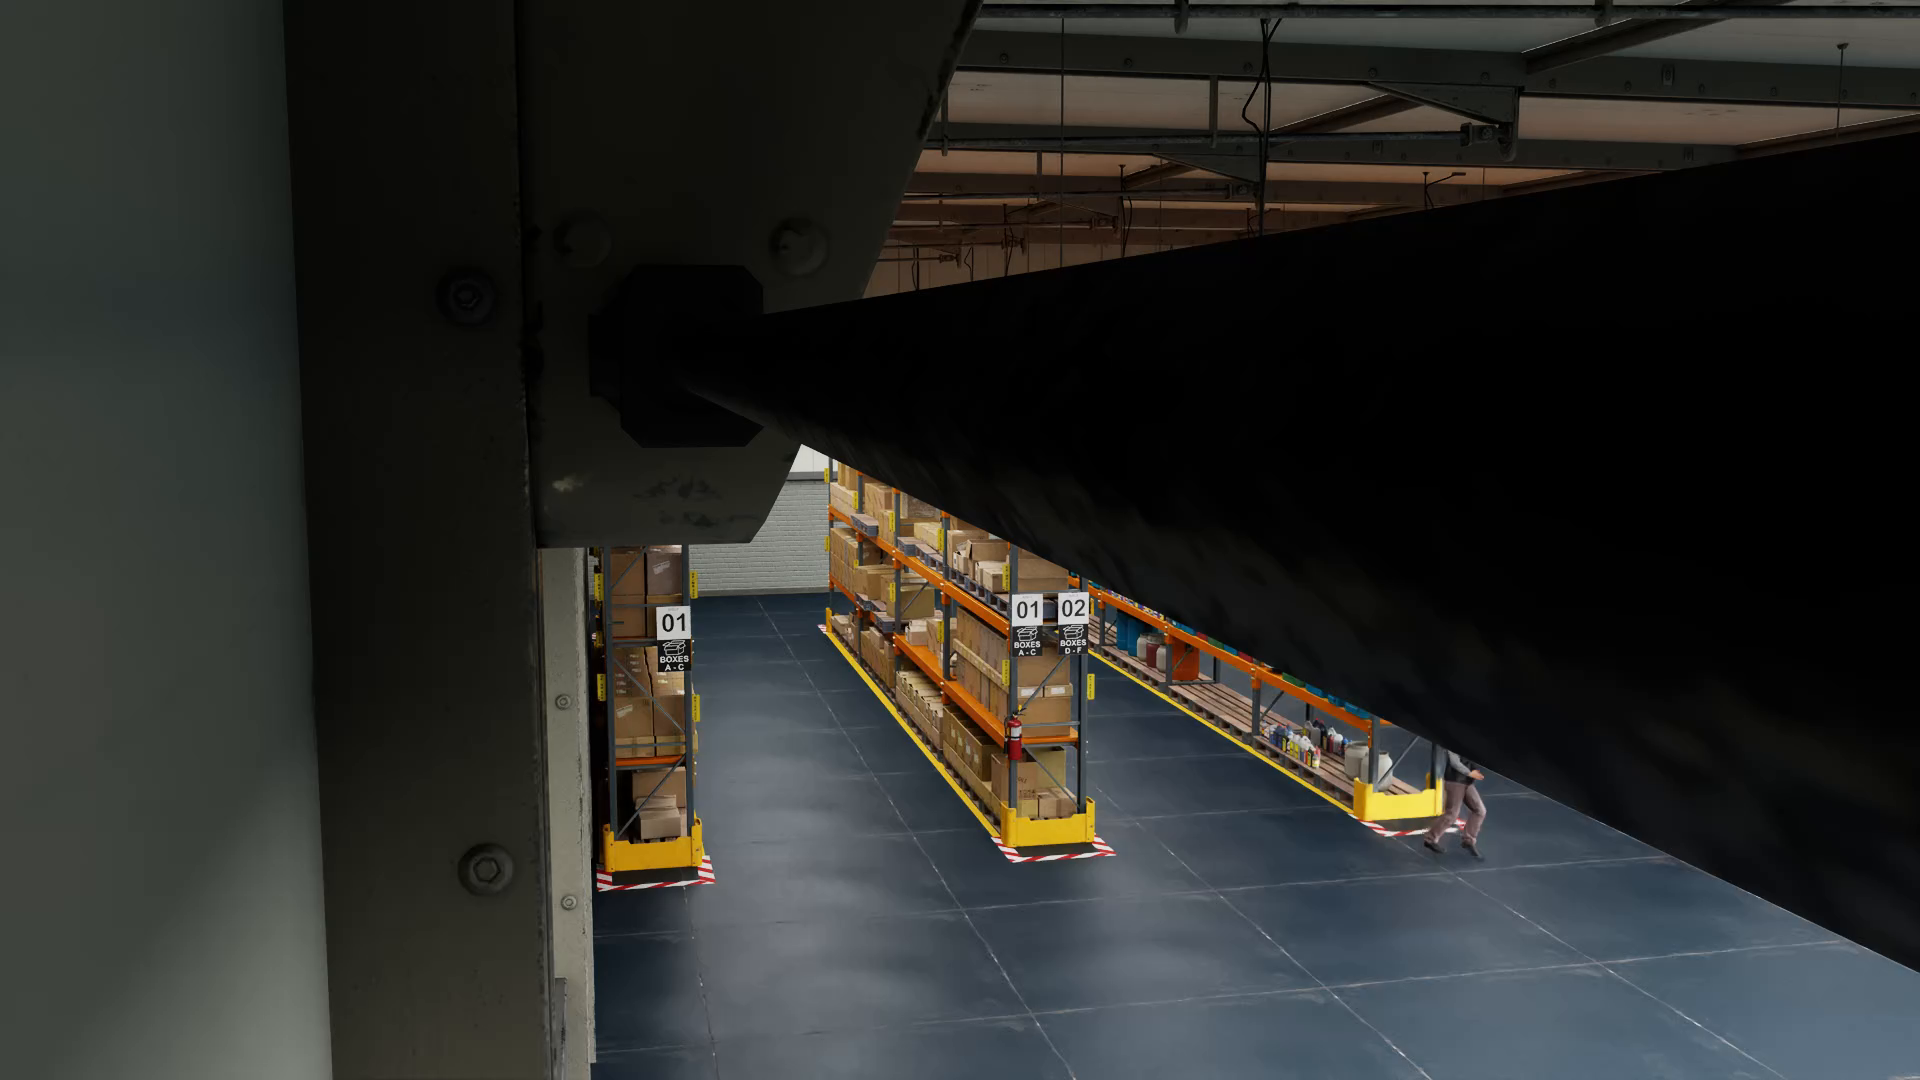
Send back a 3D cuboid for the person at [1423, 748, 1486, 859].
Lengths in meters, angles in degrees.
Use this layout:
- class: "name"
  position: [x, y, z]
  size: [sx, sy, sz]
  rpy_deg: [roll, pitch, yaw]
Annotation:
- class: "person"
  position: [6.183, 3.053, 20.660]
  size: [0.695, 1.747, 0.709]
  rpy_deg: [3, 8, 27]
